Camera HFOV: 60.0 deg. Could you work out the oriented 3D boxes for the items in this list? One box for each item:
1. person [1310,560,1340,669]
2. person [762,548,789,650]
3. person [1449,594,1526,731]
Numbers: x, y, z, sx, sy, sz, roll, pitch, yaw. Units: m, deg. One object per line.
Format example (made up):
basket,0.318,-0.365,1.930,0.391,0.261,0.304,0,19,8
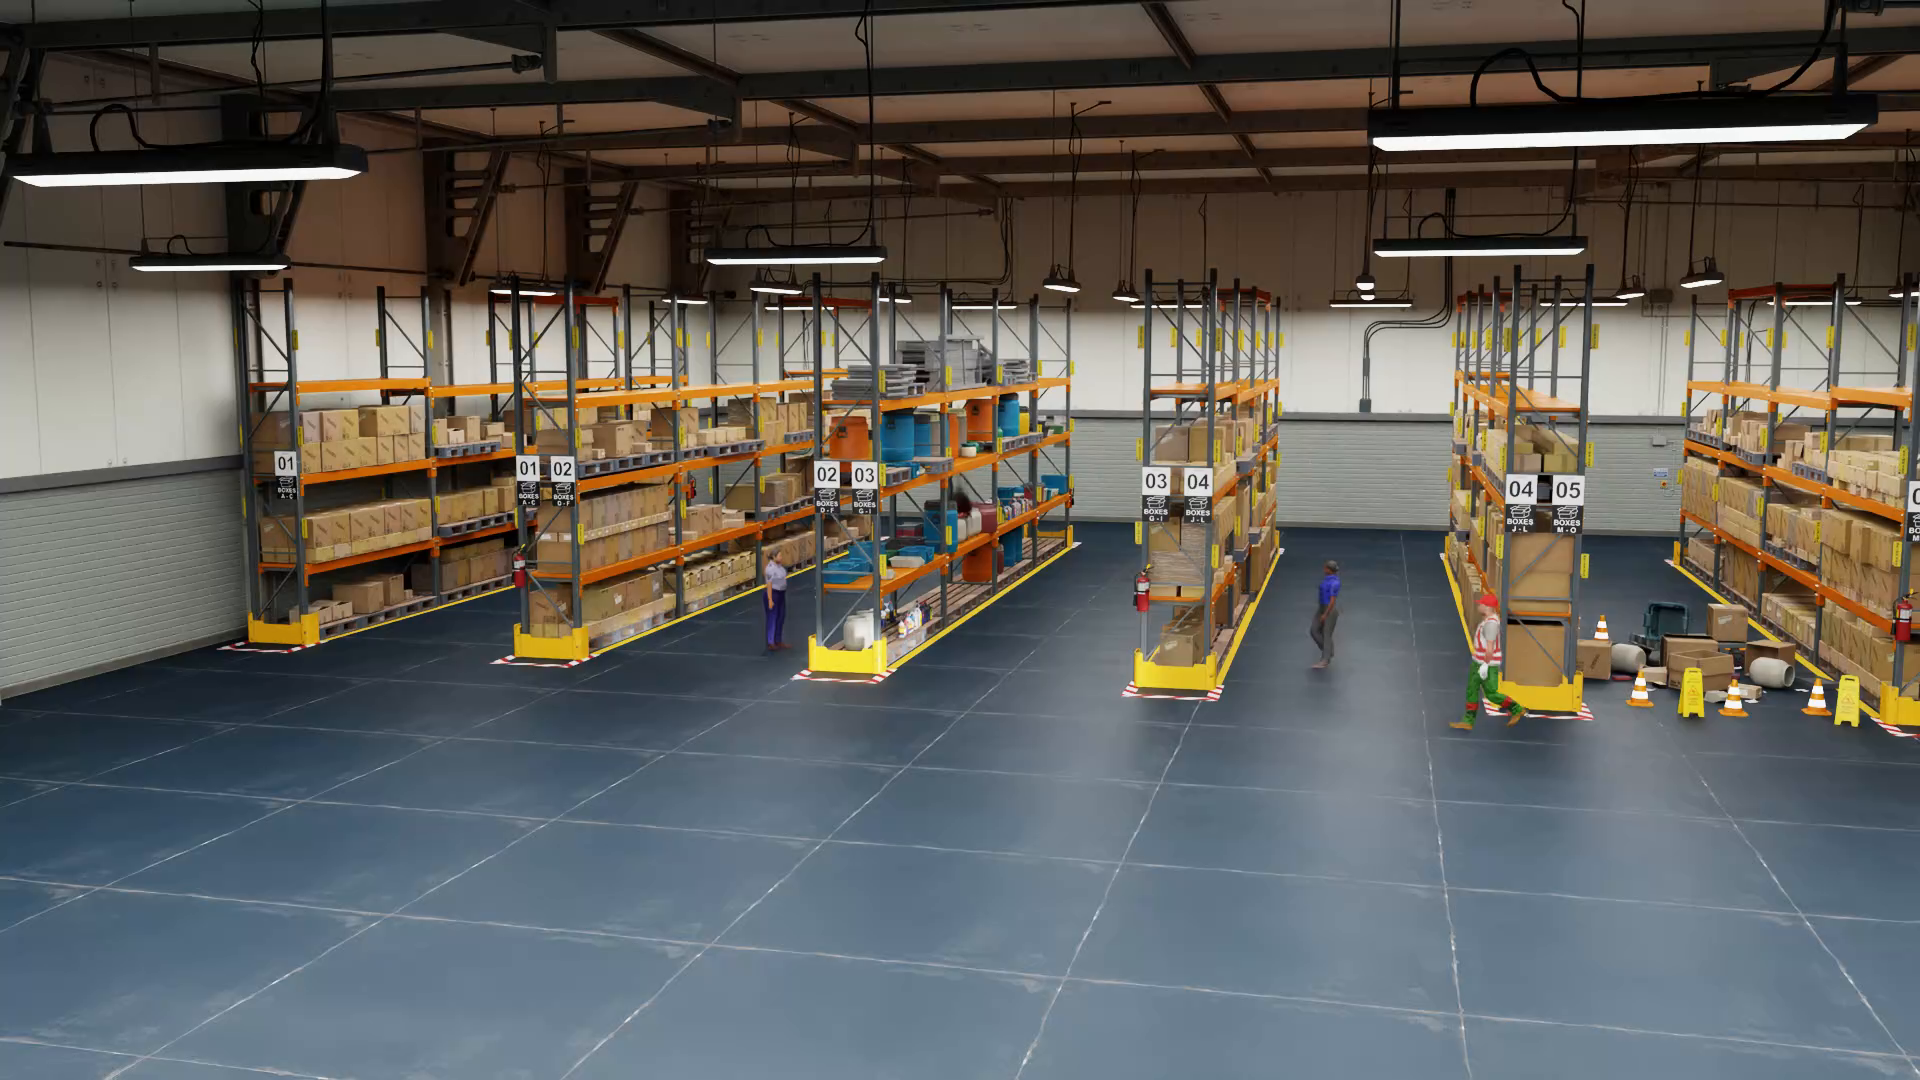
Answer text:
person,5.604,1.142,25.536,0.477,1.666,0.517,-2,7,-17
person,-3.004,0.956,27.018,0.362,1.643,0.495,2,7,19
person,6.798,1.580,21.309,0.904,1.774,0.496,-1,7,-8
